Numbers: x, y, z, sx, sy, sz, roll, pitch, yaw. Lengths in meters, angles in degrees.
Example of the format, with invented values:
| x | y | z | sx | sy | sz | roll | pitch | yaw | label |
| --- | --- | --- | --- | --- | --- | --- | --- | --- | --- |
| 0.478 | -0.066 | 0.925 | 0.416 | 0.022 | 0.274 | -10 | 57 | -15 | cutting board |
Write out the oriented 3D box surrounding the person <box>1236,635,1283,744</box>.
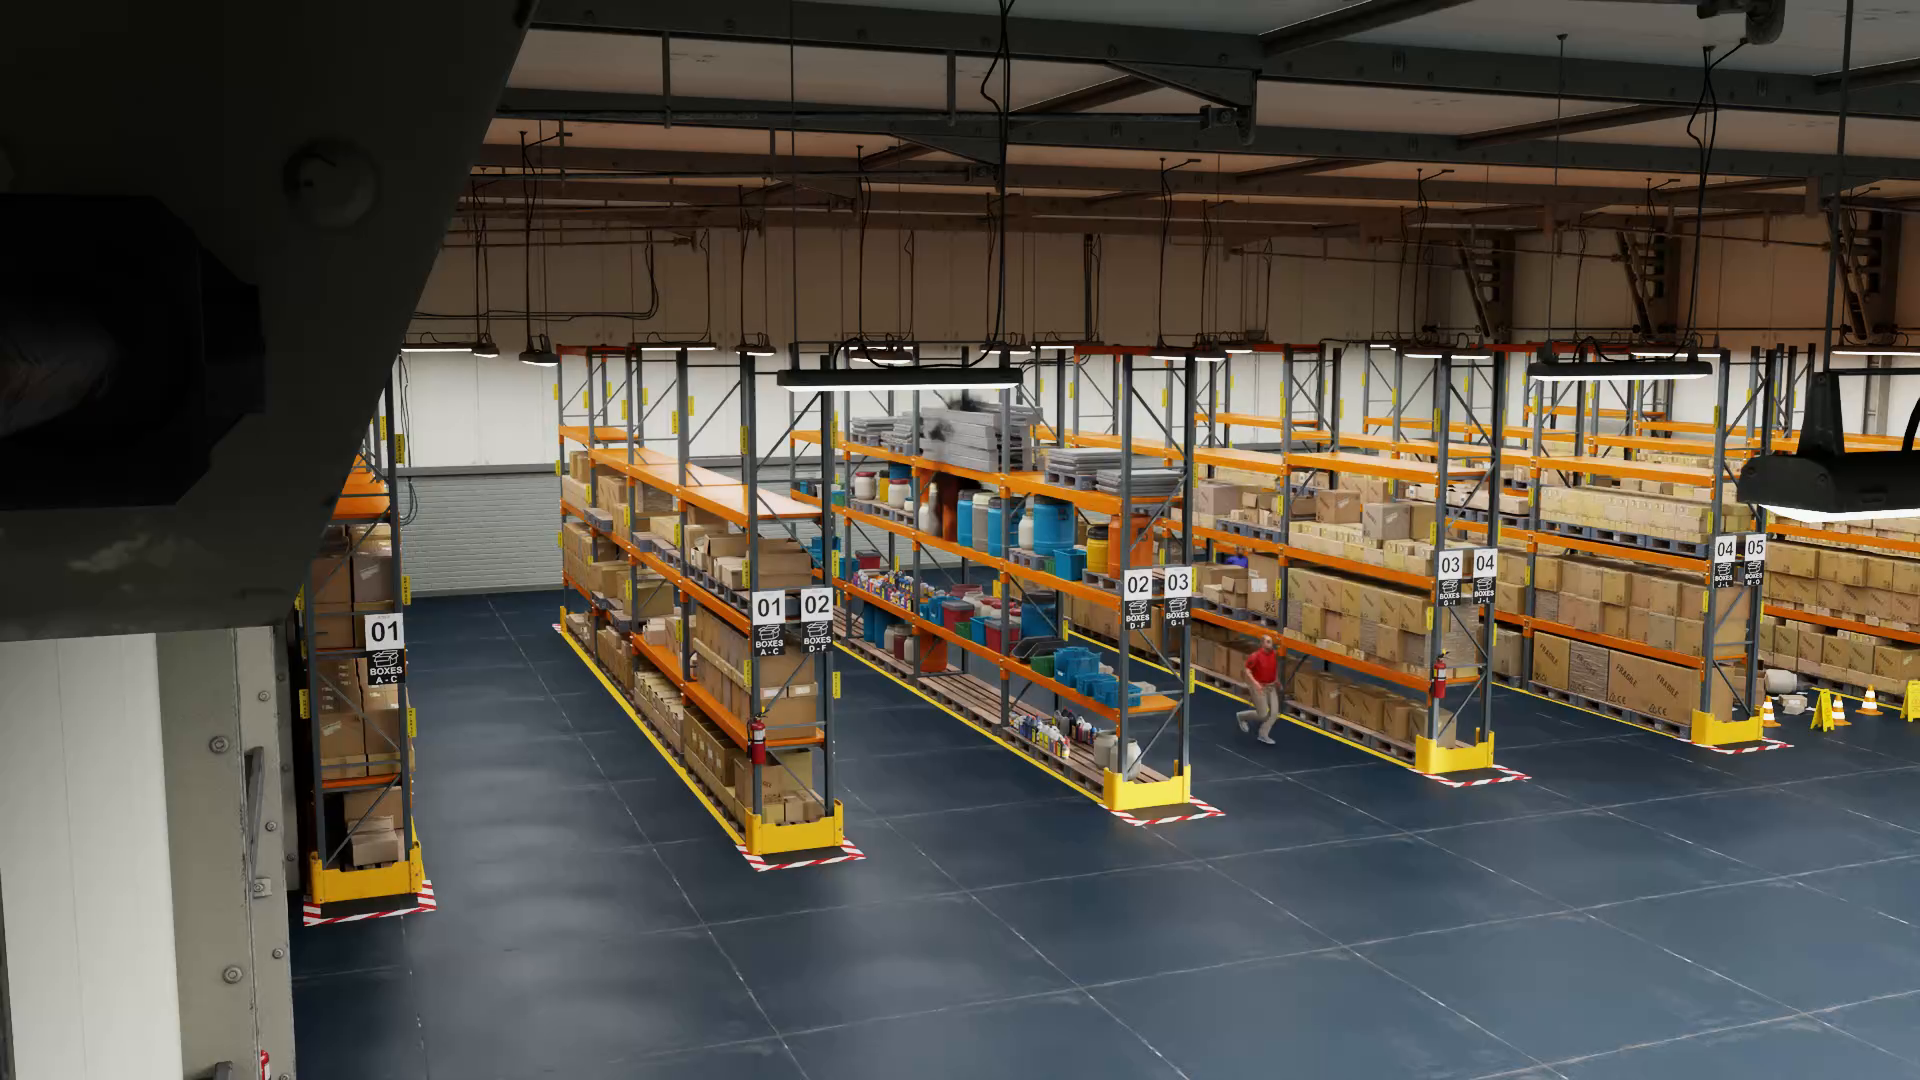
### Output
| x | y | z | sx | sy | sz | roll | pitch | yaw | label |
| --- | --- | --- | --- | --- | --- | --- | --- | --- | --- |
| 4.598 | 2.263 | 25.510 | 0.650 | 1.680 | 0.652 | -5 | 9 | -36 | person |

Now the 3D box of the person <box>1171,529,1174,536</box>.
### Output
| x | y | z | sx | sy | sz | roll | pitch | yaw | label |
| --- | --- | --- | --- | --- | --- | --- | --- | --- | --- |
| 4.828 | 0.554 | 38.601 | 0.706 | 1.778 | 0.867 | -1 | 7 | -10 | person |

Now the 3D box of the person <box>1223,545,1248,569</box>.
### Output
| x | y | z | sx | sy | sz | roll | pitch | yaw | label |
| --- | --- | --- | --- | --- | --- | --- | --- | --- | --- |
| 6.013 | 0.945 | 35.916 | 0.554 | 1.703 | 0.825 | -4 | 8 | -26 | person |
